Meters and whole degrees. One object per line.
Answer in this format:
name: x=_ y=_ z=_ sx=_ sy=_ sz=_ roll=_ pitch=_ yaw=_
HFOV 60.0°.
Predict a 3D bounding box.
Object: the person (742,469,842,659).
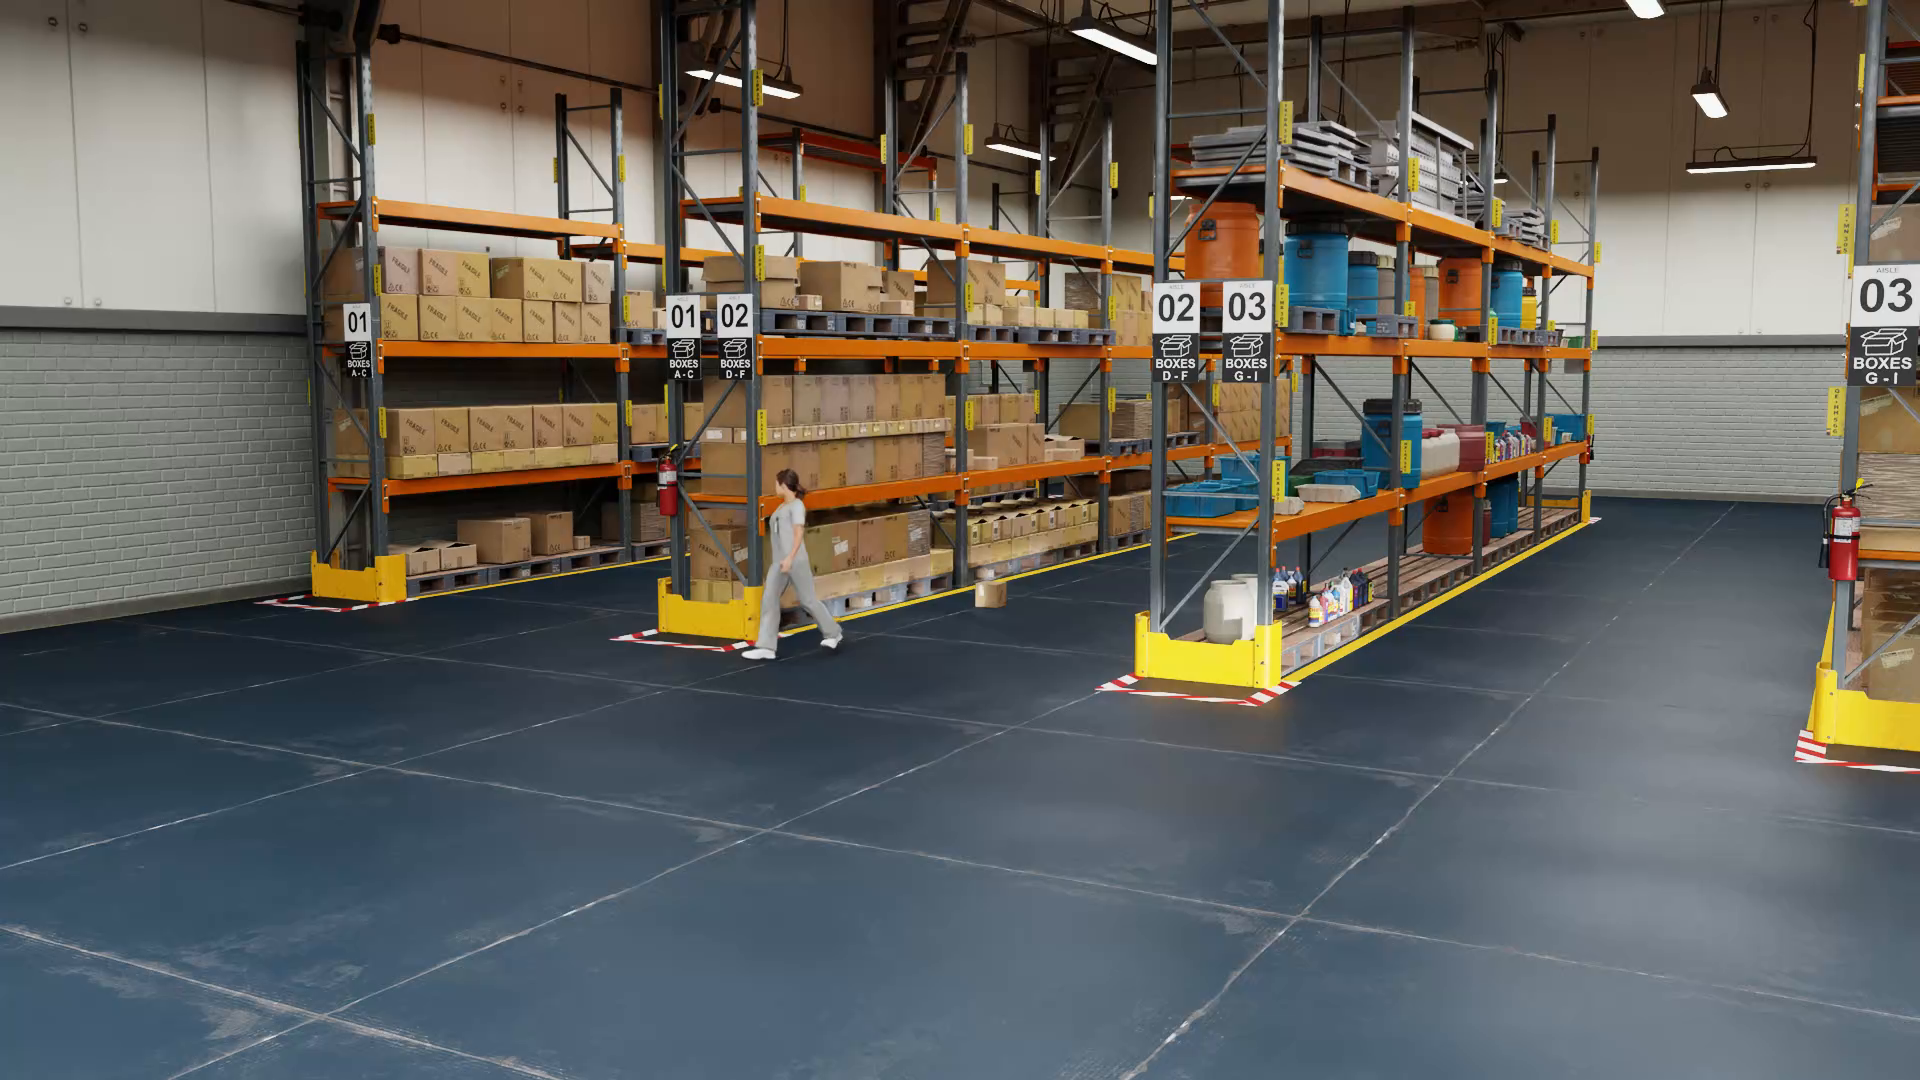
person: x=-1.459 y=0.201 z=14.454 sx=0.989 sy=1.627 sz=0.539 roll=-5 pitch=8 yaw=-38
